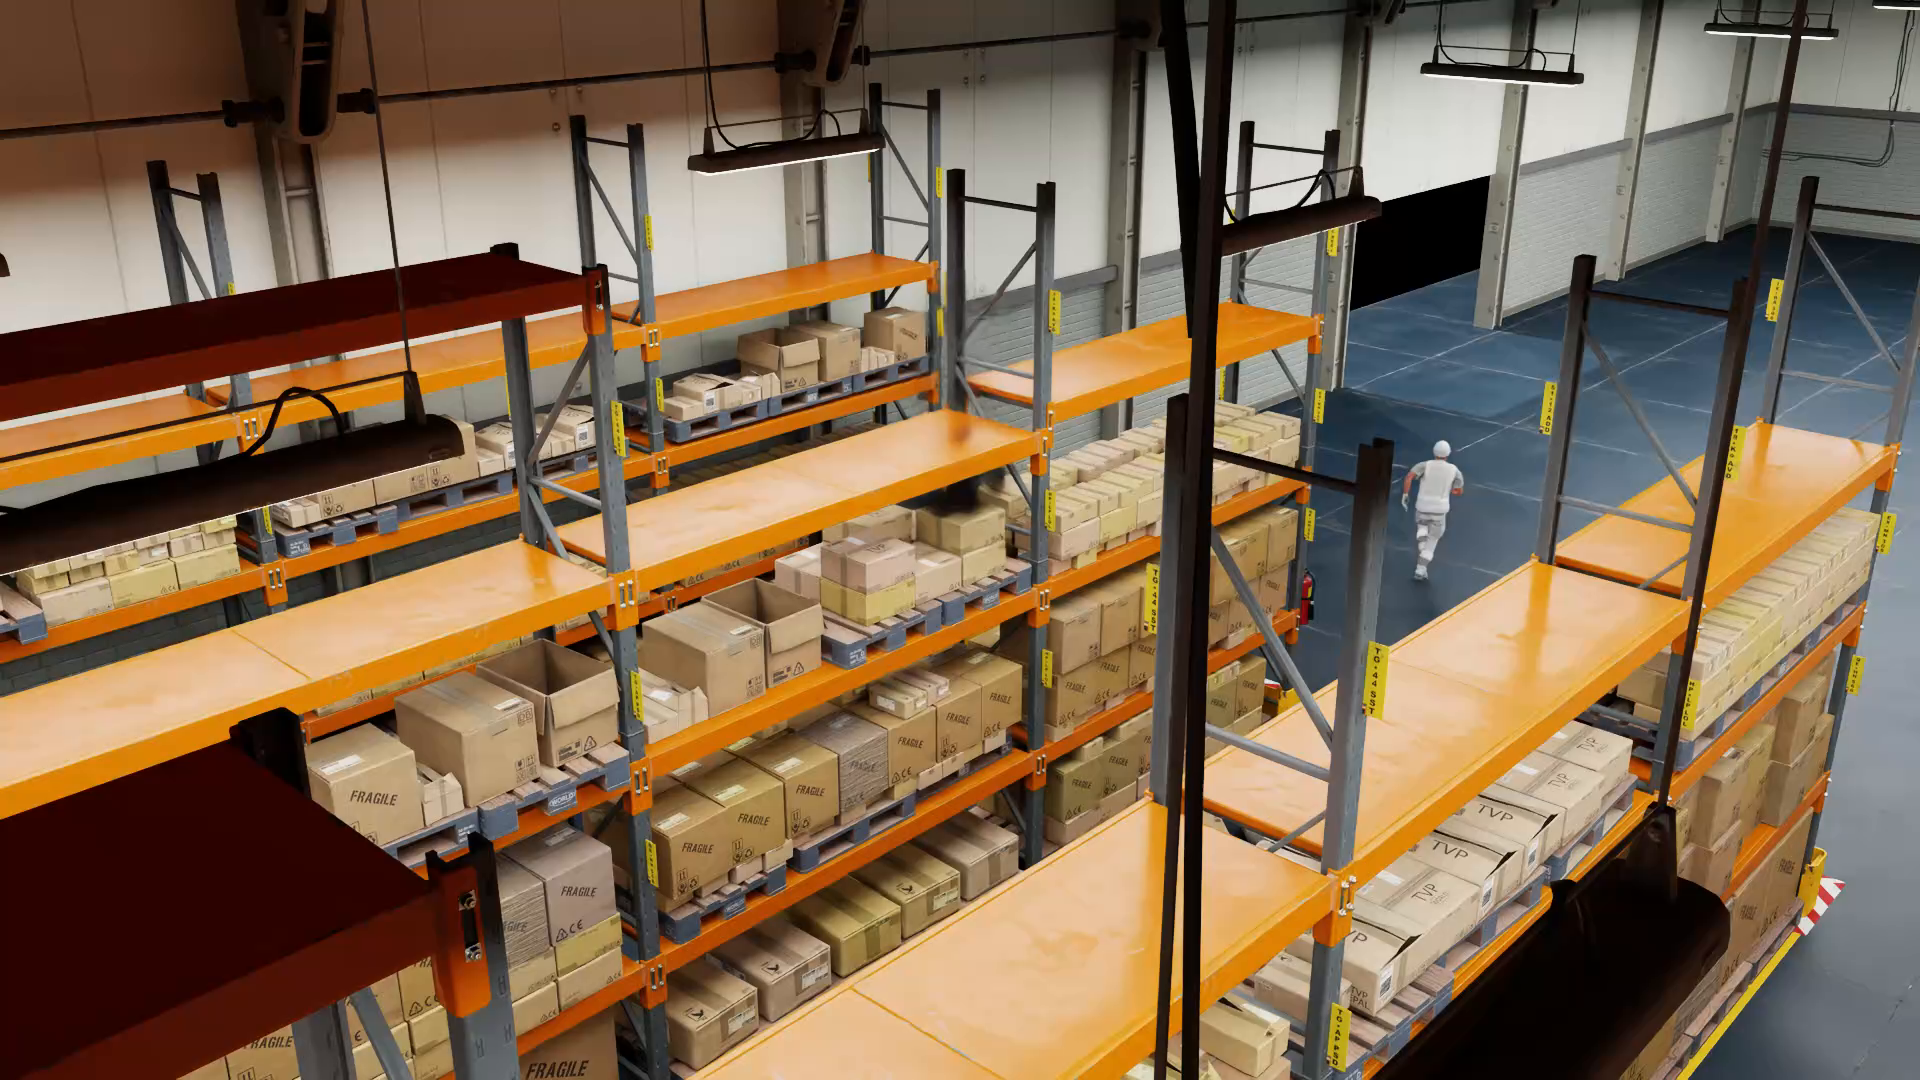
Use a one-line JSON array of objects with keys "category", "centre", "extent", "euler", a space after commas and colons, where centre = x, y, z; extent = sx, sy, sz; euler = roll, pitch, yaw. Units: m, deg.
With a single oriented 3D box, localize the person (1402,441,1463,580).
[{"category": "person", "centre": [5.840, -0.405, 20.624], "extent": [0.704, 1.726, 0.726], "euler": [7, 22, 16]}]
